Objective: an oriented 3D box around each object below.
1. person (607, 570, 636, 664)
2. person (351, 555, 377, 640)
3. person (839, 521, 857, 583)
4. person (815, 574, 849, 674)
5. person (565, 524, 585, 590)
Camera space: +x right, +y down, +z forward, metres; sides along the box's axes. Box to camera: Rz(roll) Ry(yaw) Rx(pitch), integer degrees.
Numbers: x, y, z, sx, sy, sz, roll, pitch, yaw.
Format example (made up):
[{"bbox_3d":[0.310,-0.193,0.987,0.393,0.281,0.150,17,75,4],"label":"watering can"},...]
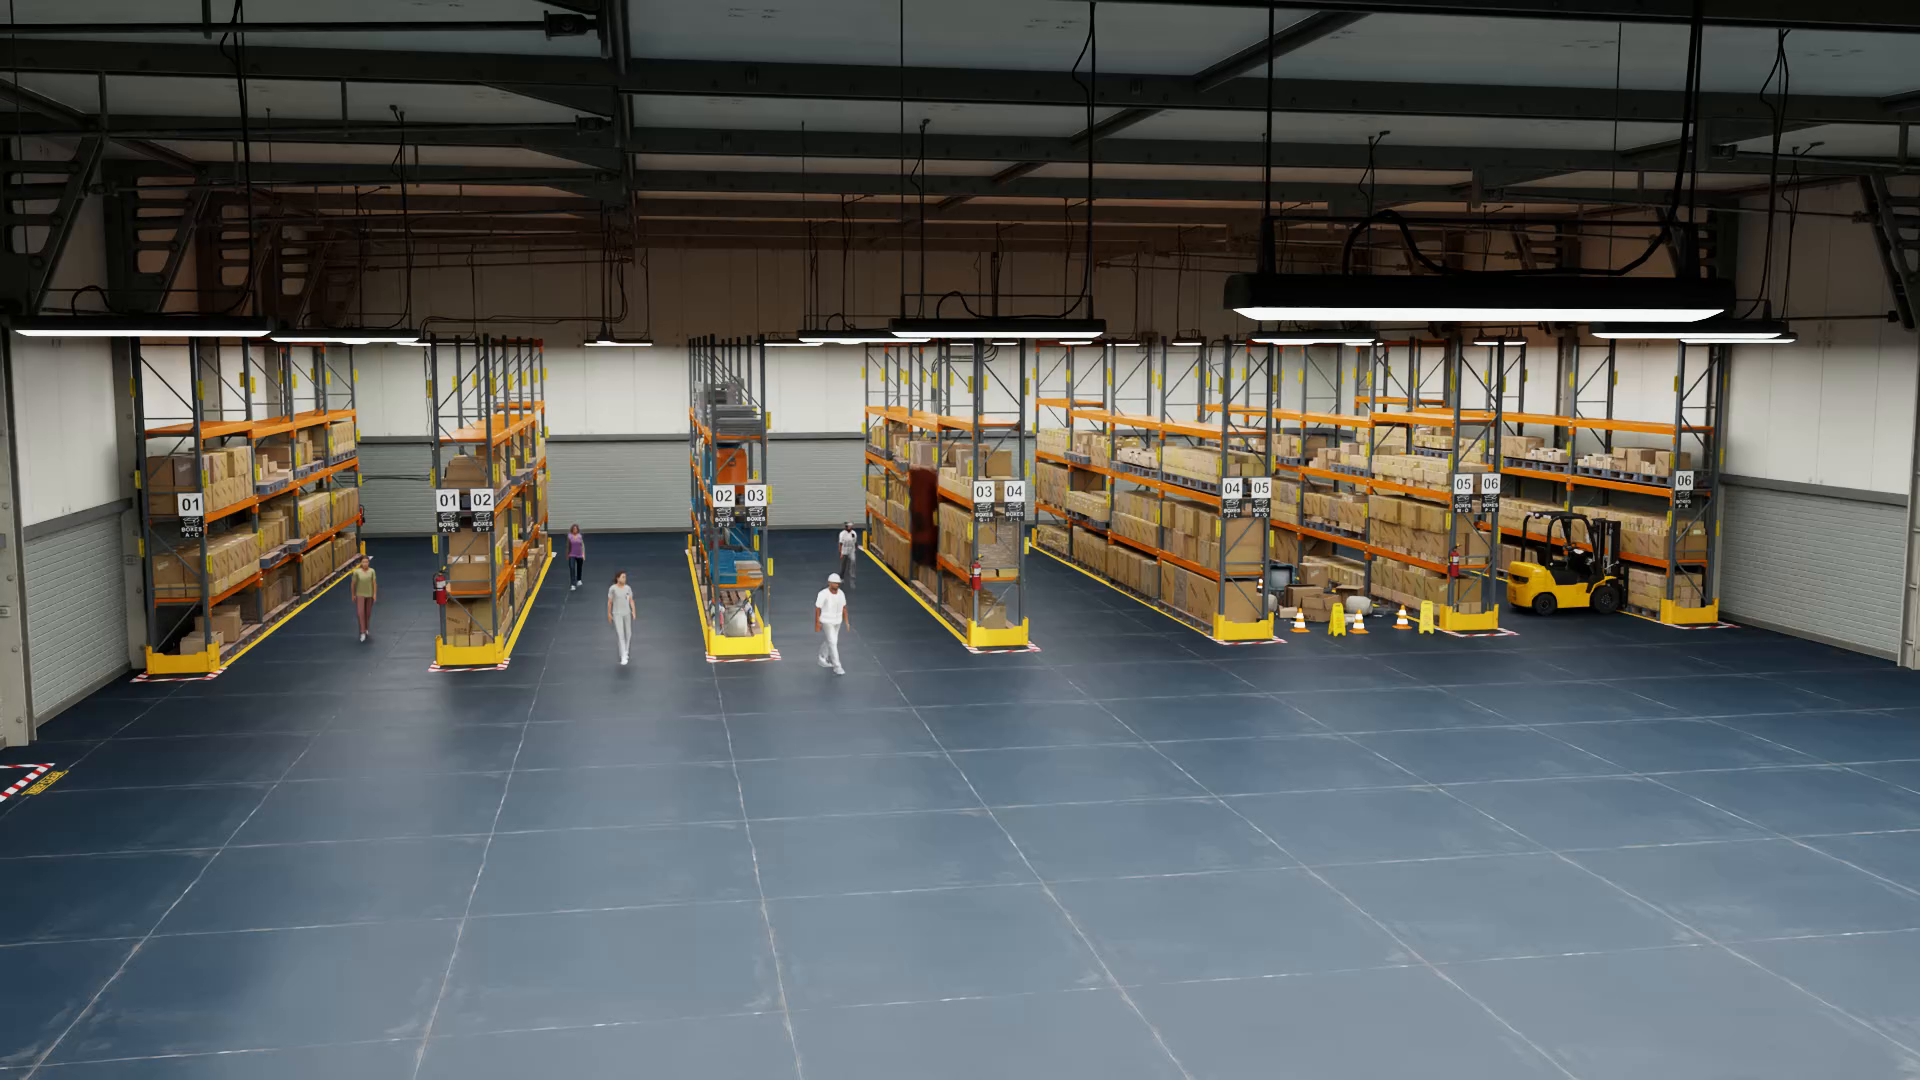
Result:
[{"bbox_3d":[-6.183,1.406,30.632,0.469,1.663,0.762,-4,8,-33],"label":"person"},{"bbox_3d":[-11.802,1.113,32.999,0.475,1.626,0.929,-5,8,-36],"label":"person"},{"bbox_3d":[-2.702,0.296,39.999,0.451,1.571,1.045,-1,7,-11],"label":"person"},{"bbox_3d":[-2.245,1.455,29.592,0.951,1.718,0.593,6,9,40],"label":"person"},{"bbox_3d":[-9.189,0.386,39.720,0.450,1.540,0.972,-1,7,-12],"label":"person"}]
